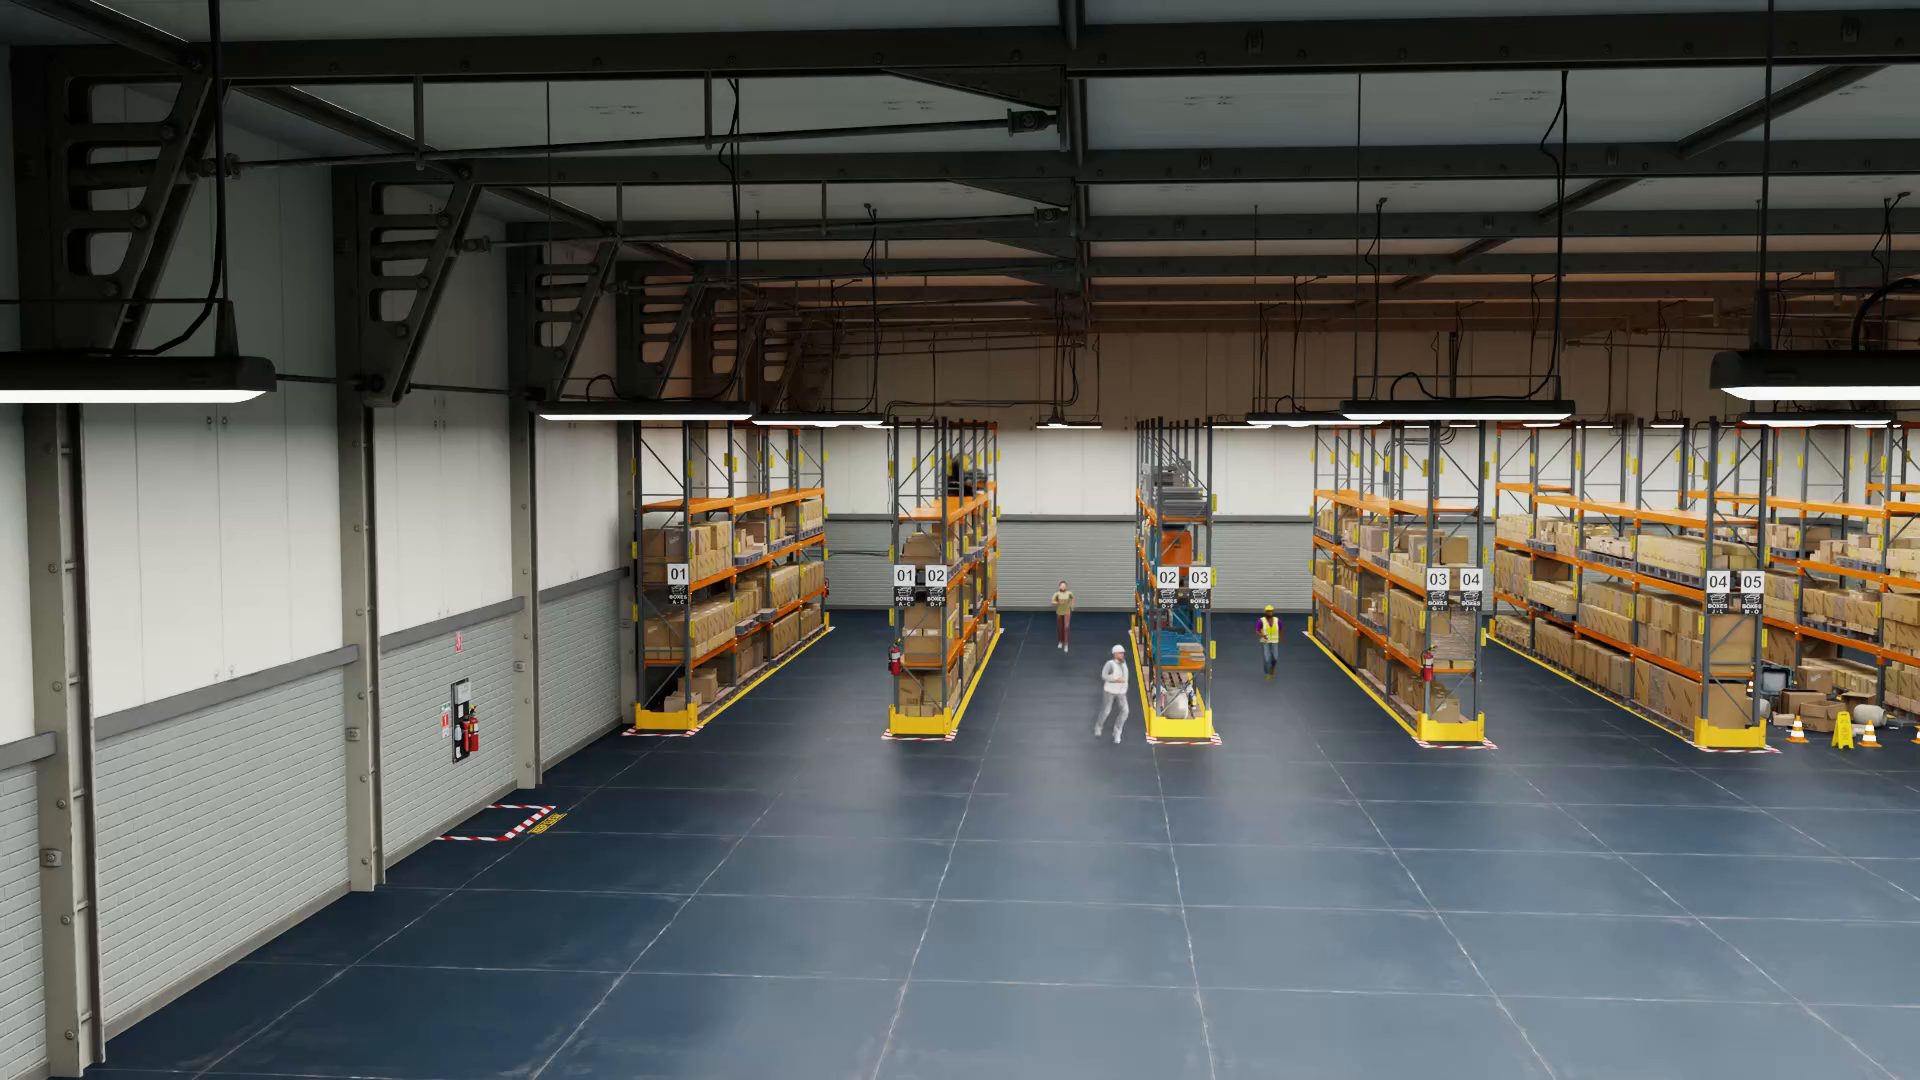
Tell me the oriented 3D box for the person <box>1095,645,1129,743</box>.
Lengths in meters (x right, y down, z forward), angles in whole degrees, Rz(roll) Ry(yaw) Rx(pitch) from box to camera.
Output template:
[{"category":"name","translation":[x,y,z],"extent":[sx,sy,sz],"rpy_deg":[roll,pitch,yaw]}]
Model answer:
[{"category":"person","translation":[2.875,2.825,30.864],"extent":[0.700,1.774,0.738],"rpy_deg":[-2,4,-29]}]

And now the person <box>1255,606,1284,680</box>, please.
[{"category":"person","translation":[7.119,2.335,38.163],"extent":[0.693,1.661,0.575],"rpy_deg":[0,4,0]}]

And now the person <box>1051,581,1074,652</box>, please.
[{"category":"person","translation":[2.554,1.883,41.352],"extent":[0.576,1.737,0.776],"rpy_deg":[0,4,2]}]
